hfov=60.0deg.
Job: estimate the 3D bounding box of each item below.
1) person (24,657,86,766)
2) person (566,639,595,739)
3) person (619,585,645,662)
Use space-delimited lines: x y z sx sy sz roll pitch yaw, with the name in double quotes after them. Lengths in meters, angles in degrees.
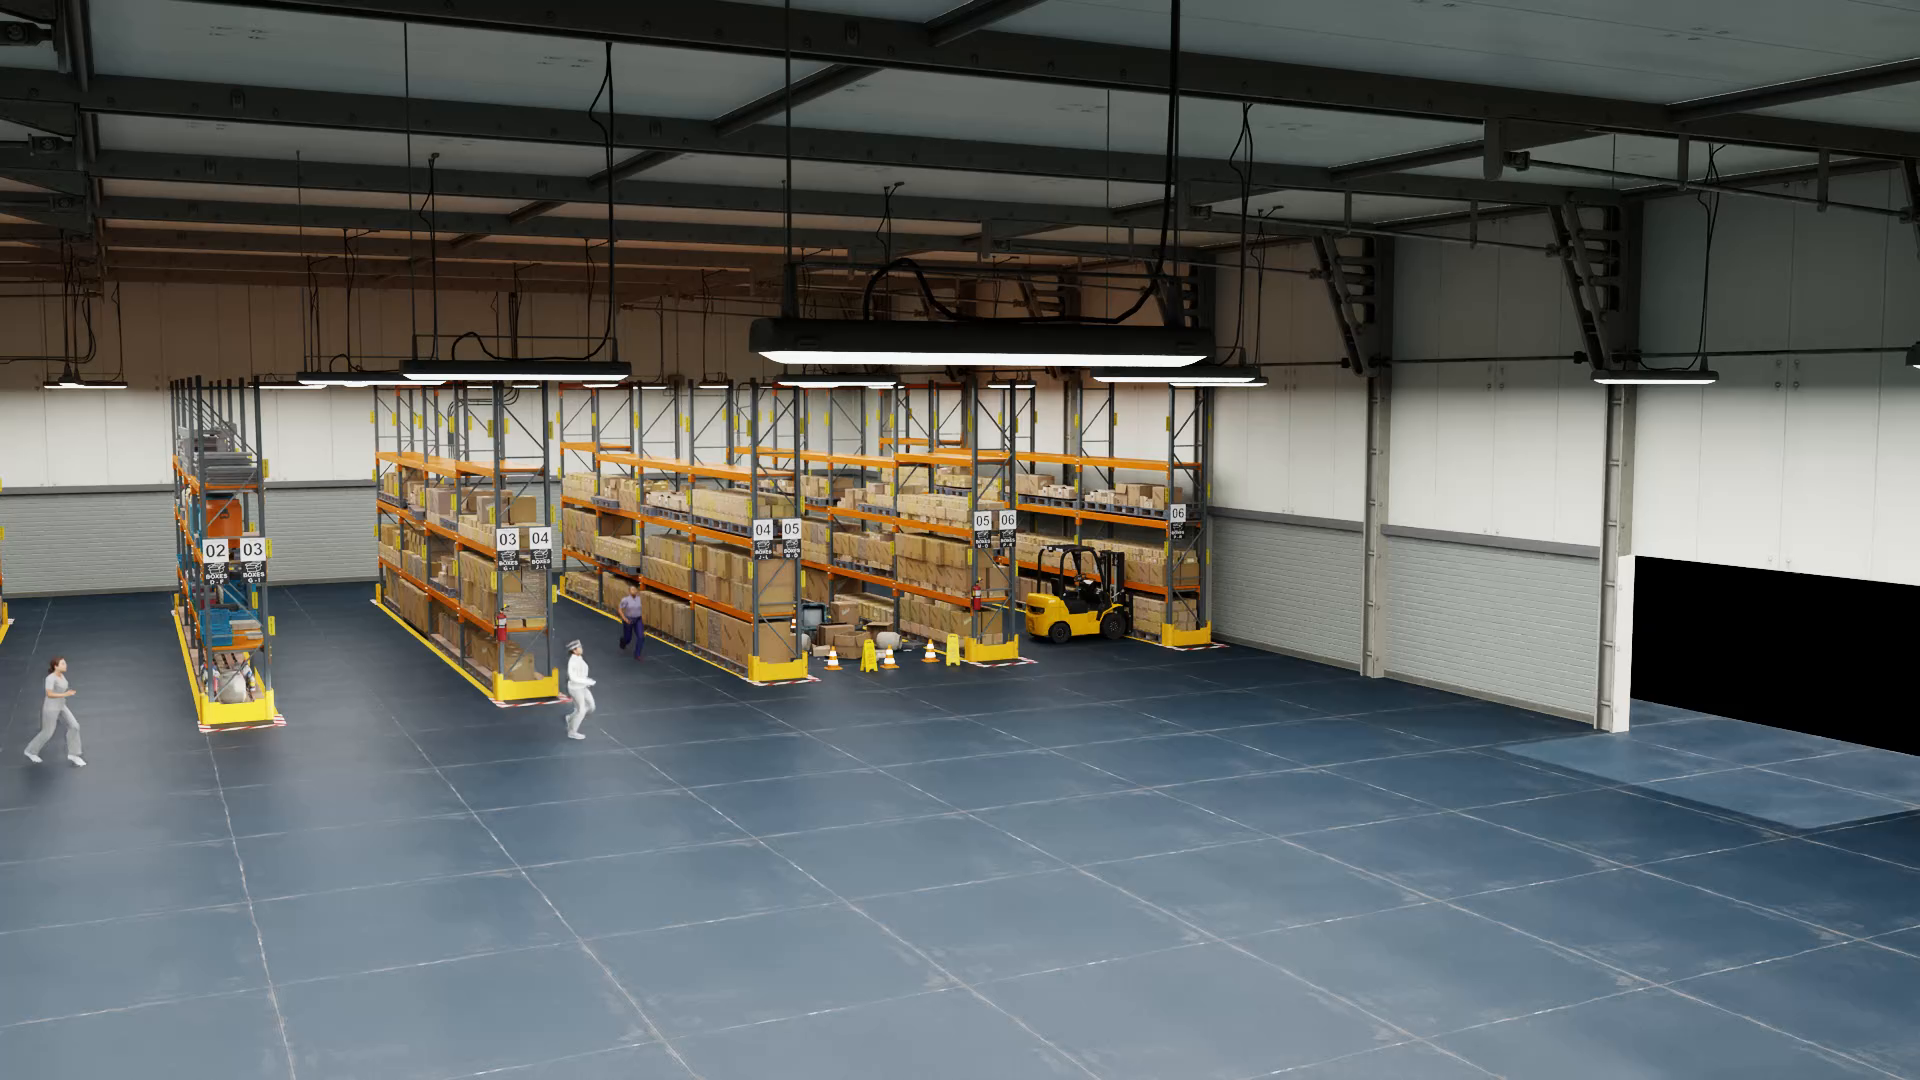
-13.902 2.631 25.478 0.928 1.705 0.587 0 5 -3 "person"
-6.283 2.457 27.497 0.541 1.659 0.607 0 5 1 "person"
-7.028 1.782 35.666 0.605 1.611 0.811 -3 6 -32 "person"
